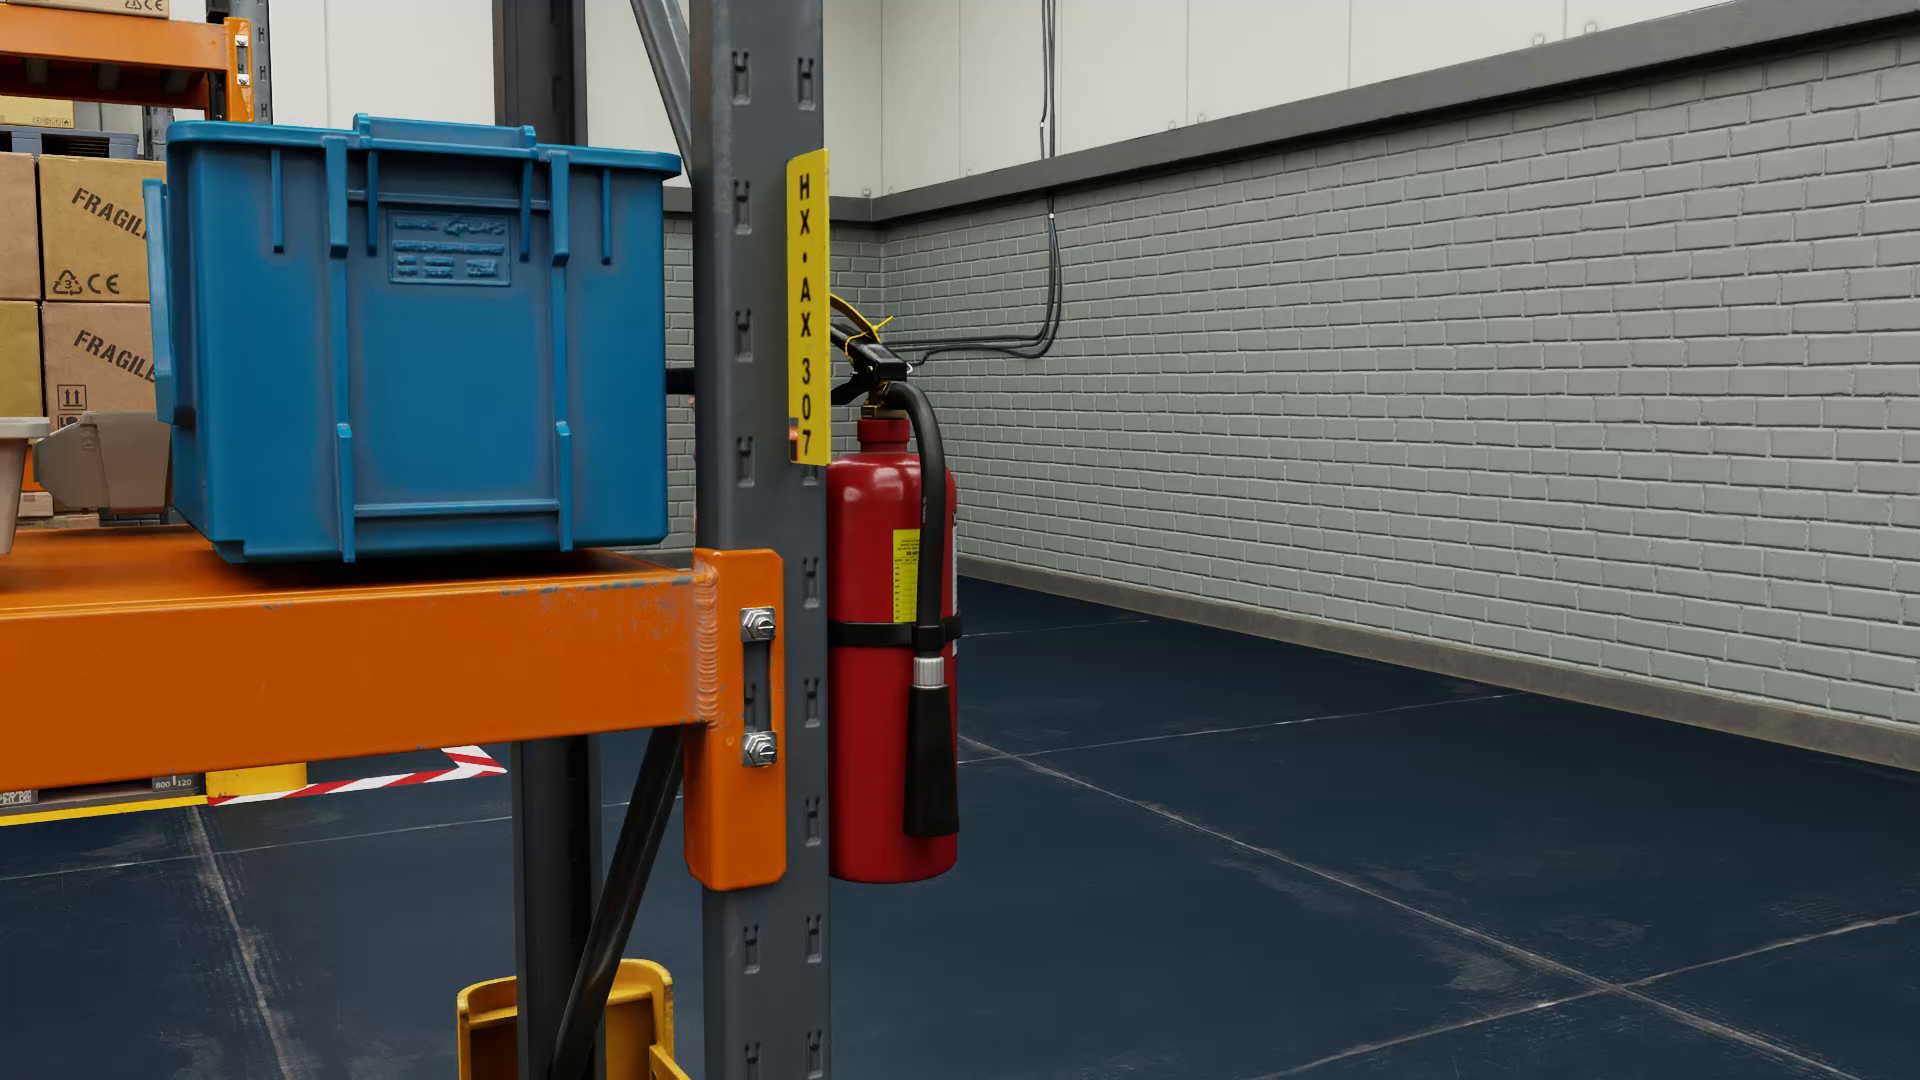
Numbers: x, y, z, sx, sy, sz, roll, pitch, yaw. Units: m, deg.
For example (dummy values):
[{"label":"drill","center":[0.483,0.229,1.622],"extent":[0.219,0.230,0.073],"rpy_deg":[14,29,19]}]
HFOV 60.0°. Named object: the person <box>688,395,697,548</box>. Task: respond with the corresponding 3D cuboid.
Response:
[{"label":"person","center":[-1.277,-0.099,8.802],"extent":[0.346,1.592,0.467],"rpy_deg":[-3,6,-31]}]
